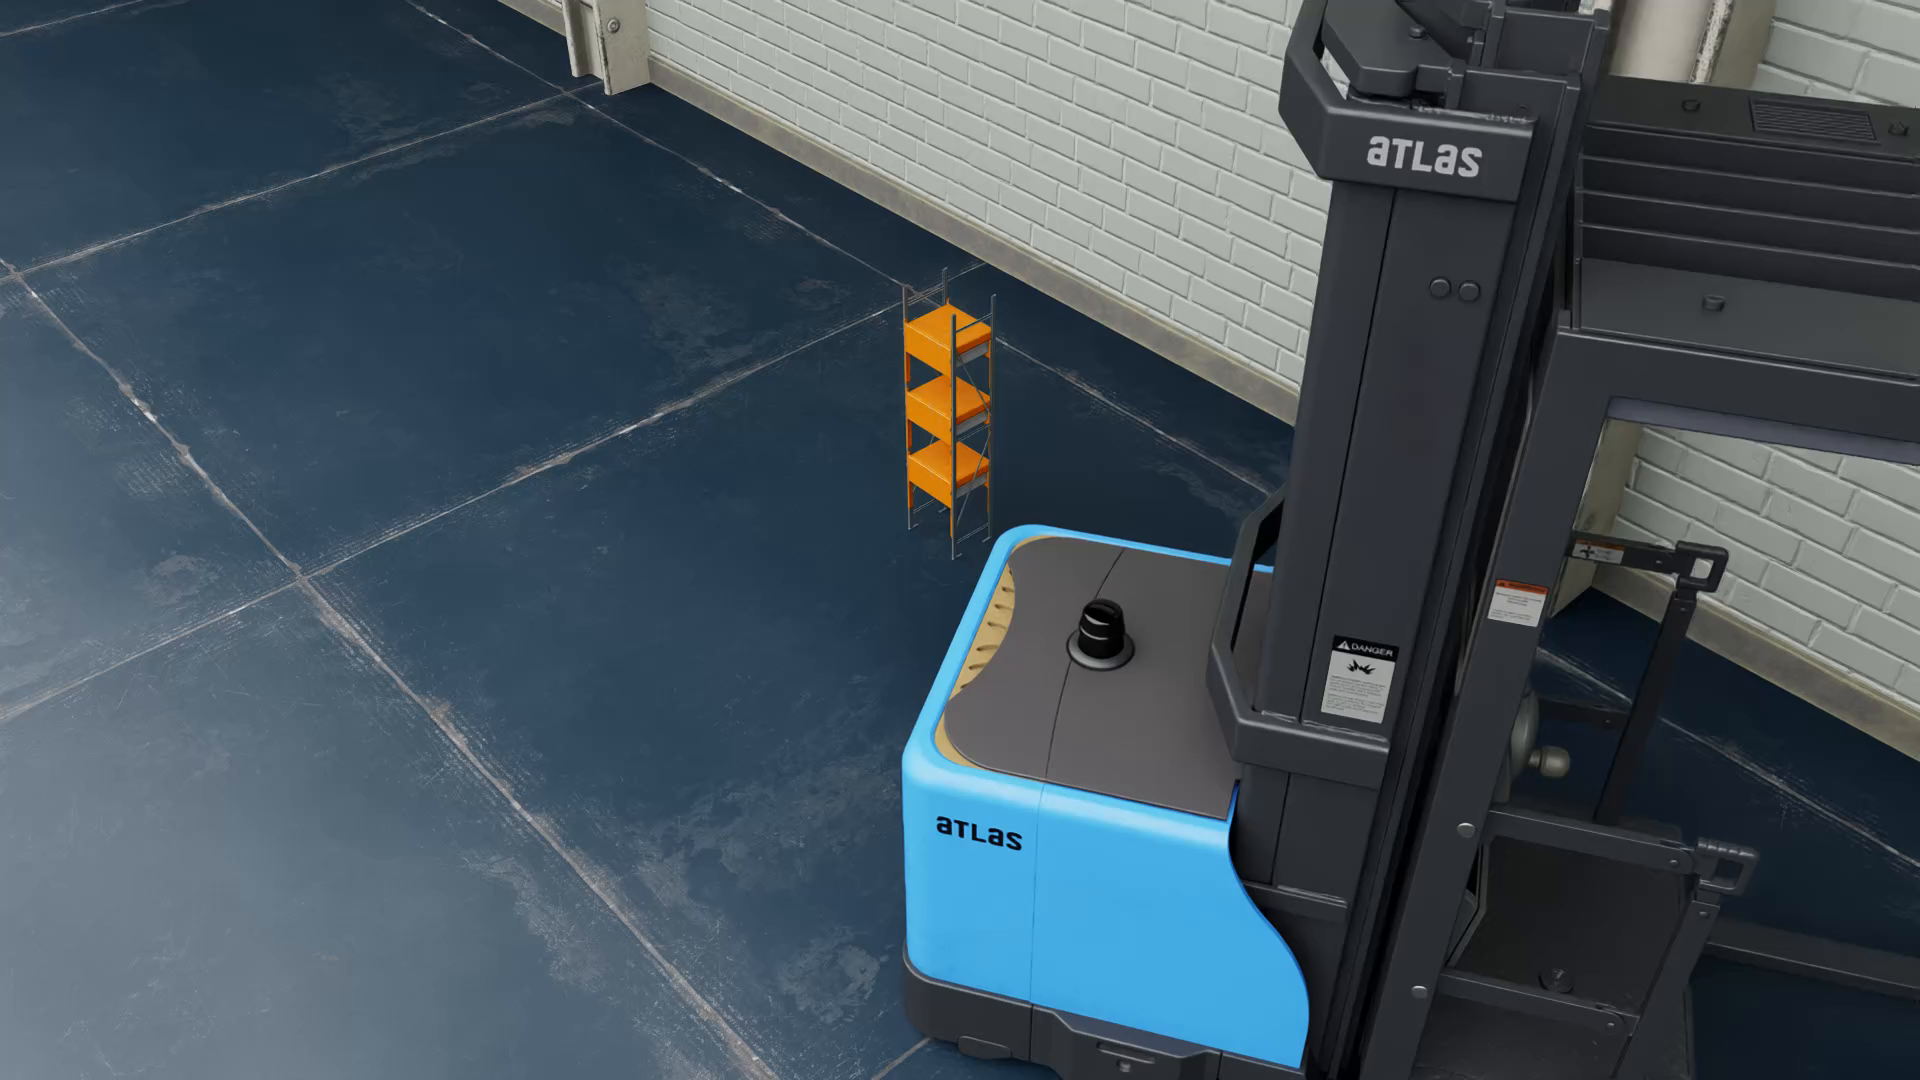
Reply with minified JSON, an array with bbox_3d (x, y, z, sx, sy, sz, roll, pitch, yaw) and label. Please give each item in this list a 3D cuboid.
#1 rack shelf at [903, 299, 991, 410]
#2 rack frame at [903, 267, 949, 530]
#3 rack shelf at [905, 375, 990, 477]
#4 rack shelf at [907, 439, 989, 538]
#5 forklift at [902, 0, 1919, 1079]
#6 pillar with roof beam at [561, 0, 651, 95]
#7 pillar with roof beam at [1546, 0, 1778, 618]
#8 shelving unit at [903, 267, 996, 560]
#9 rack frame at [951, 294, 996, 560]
[{"bbox_3d":[-0.036,-0.646,5.779,0.215,0.259,0.240,-30,48,-32],"label":"rack shelf"},{"bbox_3d":[-0.119,-0.490,6.021,0.200,1.050,0.008,-30,48,-32],"label":"rack frame"},{"bbox_3d":[-0.036,-0.425,5.957,0.215,0.259,0.240,-30,48,-32],"label":"rack shelf"},{"bbox_3d":[-0.036,-0.209,6.132,0.215,0.259,0.240,-30,48,-32],"label":"rack shelf"},{"bbox_3d":[1.422,0.187,3.685,3.031,2.935,1.130,10,40,13],"label":"forklift"},{"bbox_3d":[-5.158,-4.325,4.443,9.100,9.000,0.400,-30,48,-32],"label":"pillar with roof beam"},{"bbox_3d":[-1.100,-1.548,1.005,9.100,9.000,0.400,-30,48,-32],"label":"pillar with roof beam"},{"bbox_3d":[-0.036,-0.433,5.951,0.215,1.050,0.252,-30,48,-32],"label":"shelving unit"},{"bbox_3d":[0.046,-0.377,5.881,0.200,1.050,0.008,-30,48,-32],"label":"rack frame"}]
